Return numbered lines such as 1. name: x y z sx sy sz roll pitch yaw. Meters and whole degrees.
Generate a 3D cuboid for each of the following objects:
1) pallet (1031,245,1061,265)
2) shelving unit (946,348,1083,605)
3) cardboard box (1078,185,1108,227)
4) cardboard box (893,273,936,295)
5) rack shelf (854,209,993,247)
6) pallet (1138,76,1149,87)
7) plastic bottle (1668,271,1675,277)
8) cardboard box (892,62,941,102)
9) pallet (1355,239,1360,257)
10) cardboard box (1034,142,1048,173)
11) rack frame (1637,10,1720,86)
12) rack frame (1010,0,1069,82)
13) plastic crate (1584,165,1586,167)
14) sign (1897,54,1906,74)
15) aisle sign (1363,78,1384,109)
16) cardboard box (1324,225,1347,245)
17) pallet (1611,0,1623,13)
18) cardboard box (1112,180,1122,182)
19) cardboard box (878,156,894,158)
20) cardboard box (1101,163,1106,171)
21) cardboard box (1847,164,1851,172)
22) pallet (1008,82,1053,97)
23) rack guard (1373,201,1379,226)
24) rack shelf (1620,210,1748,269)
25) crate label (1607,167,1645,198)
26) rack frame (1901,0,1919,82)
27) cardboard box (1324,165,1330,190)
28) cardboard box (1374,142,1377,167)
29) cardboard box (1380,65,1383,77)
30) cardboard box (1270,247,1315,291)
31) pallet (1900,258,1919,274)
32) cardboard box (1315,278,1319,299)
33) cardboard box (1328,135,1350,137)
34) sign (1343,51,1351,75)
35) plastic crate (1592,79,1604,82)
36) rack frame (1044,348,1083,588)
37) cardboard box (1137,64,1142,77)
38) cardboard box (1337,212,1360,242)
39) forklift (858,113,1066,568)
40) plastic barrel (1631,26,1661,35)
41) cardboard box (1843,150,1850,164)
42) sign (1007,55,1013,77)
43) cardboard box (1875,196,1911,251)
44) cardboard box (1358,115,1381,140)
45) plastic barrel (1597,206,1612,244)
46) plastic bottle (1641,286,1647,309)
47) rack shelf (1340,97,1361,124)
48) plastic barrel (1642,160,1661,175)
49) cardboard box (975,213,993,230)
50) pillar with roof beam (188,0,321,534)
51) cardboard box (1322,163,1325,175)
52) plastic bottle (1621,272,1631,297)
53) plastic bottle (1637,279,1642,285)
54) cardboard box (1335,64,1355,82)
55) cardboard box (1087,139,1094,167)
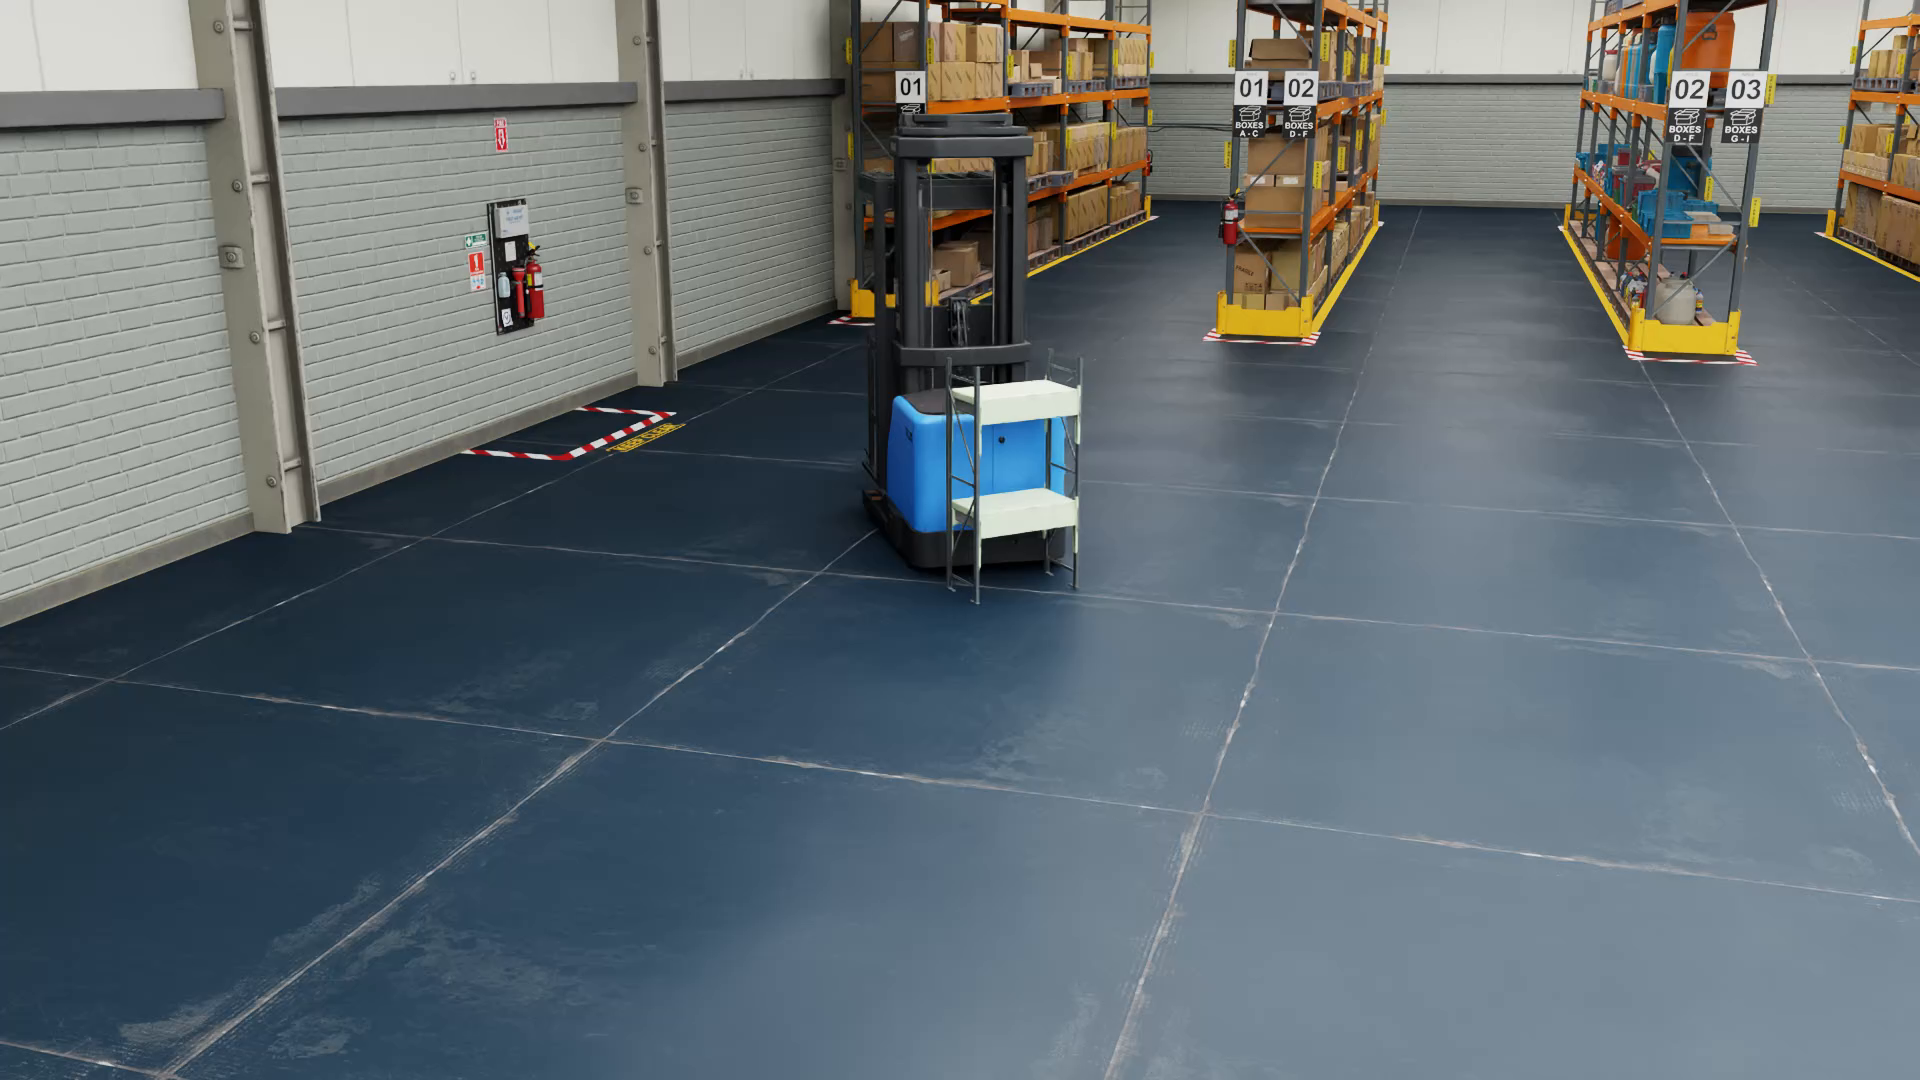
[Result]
1. pallet: 1.145 -4.989 29.031 1.003 0.211 1.213 5 16 16
2. shelving unit: 0.339 -0.411 10.531 0.755 1.500 0.431 -8 18 -27
3. cardboard box: 2.446 -6.569 32.661 0.750 0.750 0.750 5 17 17
4. cardboard box: -0.622 -3.534 22.912 0.500 0.311 0.500 3 16 10
5. rack shelf: -0.336 -4.619 23.935 1.077 0.370 4.000 5 16 16
6. pallet: 3.442 -9.833 35.665 1.003 0.211 1.213 5 16 16
7. plastic bottle: 9.686 -3.477 22.641 0.144 0.351 0.185 5 16 16
8. cardboard box: -0.570 -6.010 21.806 0.500 0.500 0.500 5 17 17
9. pallet: 6.716 -5.320 30.200 1.003 0.211 1.213 5 16 16
10. cardboard box: 1.112 -6.522 28.338 0.700 0.500 0.500 3 16 11
11. rack frame: 9.731 -7.606 22.154 1.000 3.000 0.127 5 16 16
12. rack frame: 1.369 -9.421 28.552 1.000 3.000 0.127 5 16 16
13. plastic crate: 12.065 -7.023 31.487 0.437 0.125 0.590 5 16 16
14. sign: 16.220 -8.201 28.657 0.100 0.325 0.005 5 16 16
15. aisle sign: 8.706 -9.489 35.023 0.394 0.787 0.004 5 16 16
16. cardboard box: 6.065 -5.008 27.230 0.500 0.311 0.500 4 16 15
17. pallet: 11.102 -8.556 26.581 1.213 0.211 1.003 5 16 16
18. cardboard box: 3.383 -7.796 36.442 0.380 0.149 0.250 5 17 16
19. cardboard box: -0.822 -5.011 22.862 0.500 0.500 0.500 5 17 17
20. cardboard box: 2.632 -7.292 32.463 0.380 0.149 0.250 5 17 17
21. cardboard box: 17.328 -7.153 32.011 0.380 0.149 0.250 4 16 15
22. pallet: 0.802 -7.266 26.795 1.213 0.211 1.003 5 16 16
23. rack guard: 8.371 -7.022 35.670 1.175 0.500 0.348 5 16 16
24. rack shelf: 9.162 -3.850 21.226 1.077 0.370 4.000 5 16 16
25. crate label: 10.326 -5.544 25.815 0.502 0.435 0.616 5 16 16
26. rack frame: 16.753 -9.315 28.179 1.000 3.000 0.127 5 16 16
27. cardboard box: 5.366 -5.491 25.507 0.500 0.500 0.500 6 17 20
28. cardboard box: 8.235 -7.888 33.960 0.500 0.500 0.500 5 17 16
29. cardboard box: 8.350 -9.571 33.937 0.500 0.250 0.500 5 16 16
30. cardboard box: 4.352 -3.552 21.752 0.500 0.500 0.500 5 16 16
31. pallet: 16.261 -4.559 27.517 1.003 0.211 1.213 5 16 16
32. cardboard box: 4.639 -3.453 22.776 0.500 0.250 0.500 5 16 16
33. cardboard box: 6.907 -7.341 31.263 0.700 0.500 0.500 -1 16 -3
34. sign: 5.515 -6.792 23.689 0.100 0.325 0.005 5 16 16
35. plastic crate: 11.957 -8.438 30.892 0.416 0.233 0.300 5 16 16
36. rack frame: 0.662 -0.458 10.696 0.023 1.500 0.400 -8 18 -27
37. cardboard box: 3.542 -9.900 35.062 0.500 0.250 0.500 4 16 14
38. cardboard box: 6.957 -5.663 30.071 0.500 0.500 0.500 4 16 14
39. forklift: -0.118 -1.588 12.056 1.130 2.935 3.031 -4 16 -12
40. plastic barrel: 11.666 -8.241 28.201 0.600 0.901 0.708 5 16 16
41. cardboard box: 17.494 -7.442 32.298 0.500 0.250 0.500 4 16 14
42. sign: 0.755 -7.140 25.060 0.100 0.325 0.005 5 16 16
43. cardboard box: 16.590 -5.440 28.634 1.225 0.875 0.875 5 16 16
44. cardboard box: 8.387 -8.504 34.297 0.500 0.500 0.500 5 17 17
45. plastic barrel: 11.632 -5.679 29.430 0.600 0.901 0.708 5 16 16
46. plastic bottle: 8.896 -3.148 21.604 0.061 0.283 0.133 5 16 16
47. rack shelf: 5.551 -6.725 25.864 1.077 0.370 4.000 5 16 16
48. plastic barrel: 11.026 -5.687 26.133 0.600 0.536 0.708 5 16 16
49. cardboard box: 0.547 -5.167 26.951 0.500 0.250 0.500 4 16 15
50. pillar with roof beam: -0.818 -4.105 9.810 9.100 9.000 0.400 5 16 16
51. cardboard box: 4.893 -5.175 23.206 0.380 0.149 0.250 5 16 16
52. plastic bottle: 9.103 -3.478 22.643 0.144 0.351 0.185 5 17 17
53. plastic bottle: 9.178 -3.393 22.487 0.097 0.271 0.097 0 16 0
54. cardboard box: 6.211 -7.759 28.009 0.910 0.500 0.500 5 16 16
55. cardboard box: 2.193 -7.246 31.112 0.500 0.500 0.500 5 17 17
